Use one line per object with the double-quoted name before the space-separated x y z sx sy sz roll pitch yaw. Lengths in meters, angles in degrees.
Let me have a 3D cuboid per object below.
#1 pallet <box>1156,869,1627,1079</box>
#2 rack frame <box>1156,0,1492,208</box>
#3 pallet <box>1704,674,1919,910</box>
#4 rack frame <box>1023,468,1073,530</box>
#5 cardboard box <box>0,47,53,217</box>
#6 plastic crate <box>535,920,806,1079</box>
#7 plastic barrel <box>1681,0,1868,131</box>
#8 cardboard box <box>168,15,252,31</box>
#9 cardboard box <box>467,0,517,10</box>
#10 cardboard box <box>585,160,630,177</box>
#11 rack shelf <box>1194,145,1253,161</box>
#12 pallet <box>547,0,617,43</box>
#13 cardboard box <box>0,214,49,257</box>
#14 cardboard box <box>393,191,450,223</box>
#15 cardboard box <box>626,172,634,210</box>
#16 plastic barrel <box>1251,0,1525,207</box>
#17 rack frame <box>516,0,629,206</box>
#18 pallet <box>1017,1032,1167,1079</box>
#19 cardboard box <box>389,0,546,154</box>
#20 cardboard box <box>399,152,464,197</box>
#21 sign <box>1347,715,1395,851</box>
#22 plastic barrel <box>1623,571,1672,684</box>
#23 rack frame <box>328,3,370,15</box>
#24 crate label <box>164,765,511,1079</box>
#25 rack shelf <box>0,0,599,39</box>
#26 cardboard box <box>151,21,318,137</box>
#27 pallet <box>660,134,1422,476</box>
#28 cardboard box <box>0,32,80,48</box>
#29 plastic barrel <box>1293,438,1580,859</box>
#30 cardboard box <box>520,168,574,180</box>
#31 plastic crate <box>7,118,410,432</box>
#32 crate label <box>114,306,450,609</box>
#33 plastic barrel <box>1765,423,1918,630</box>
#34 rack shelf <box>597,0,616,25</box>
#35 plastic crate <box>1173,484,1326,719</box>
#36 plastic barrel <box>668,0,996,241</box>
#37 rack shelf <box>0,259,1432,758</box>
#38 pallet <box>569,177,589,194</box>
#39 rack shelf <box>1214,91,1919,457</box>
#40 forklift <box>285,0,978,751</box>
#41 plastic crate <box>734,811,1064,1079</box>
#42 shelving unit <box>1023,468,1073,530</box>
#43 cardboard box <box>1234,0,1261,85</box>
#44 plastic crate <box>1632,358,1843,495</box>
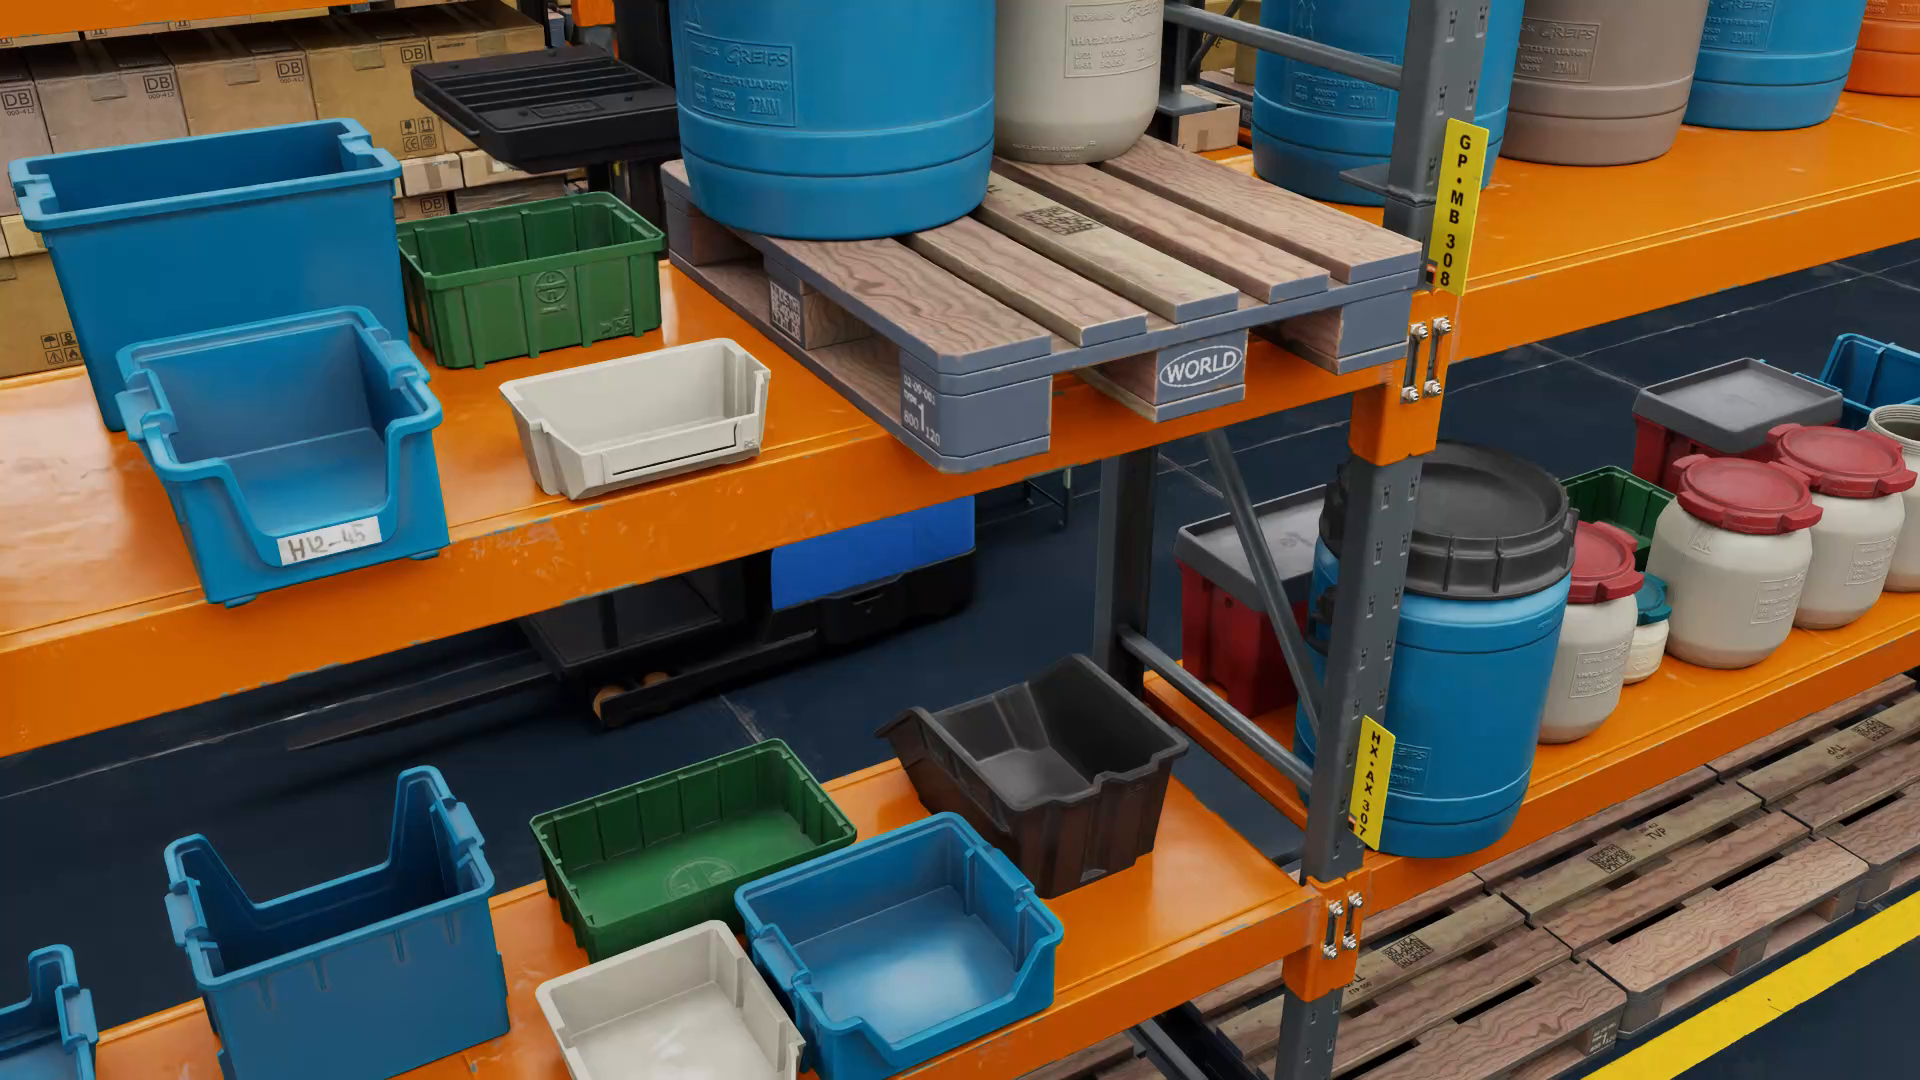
"pallet" 1.337 1.464 5.378 1.213 0.211 1.003 -16 33 -26
"rack frame" 0.679 -2.175 2.877 0.127 3.000 1.000 -16 33 -26
"pallet" 3.440 0.867 6.460 1.213 0.211 1.003 -16 33 -26
"rack frame" 0.442 -0.791 8.131 0.023 1.500 0.400 -17 33 -27
"cardboard box" -3.936 -1.622 6.638 0.500 0.500 0.700 -16 33 -26
"plastic crate" -0.592 1.070 3.479 0.437 0.136 0.530 -16 33 -26
"plastic barrel" 2.135 -1.616 4.450 0.708 0.901 0.600 -16 33 -26
"cardboard box" -5.018 -3.578 10.986 0.500 0.500 0.500 -16 33 -27
"cardboard box" -3.398 -4.156 12.117 0.500 0.500 0.700 -12 31 -21
"cardboard box" -2.833 -3.216 13.105 0.500 0.500 0.700 -15 32 -26
"rack shelf" -0.103 -1.787 9.128 4.000 0.370 1.077 -16 33 -26
"pallet" -2.577 -4.069 12.717 1.213 0.211 1.003 -16 33 -26
"cardboard box" -3.719 -1.284 6.697 0.250 0.149 0.380 -16 33 -27
"cardboard box" -2.658 -1.413 7.603 0.500 0.500 0.700 -16 33 -27
"cardboard box" -1.425 -1.686 8.355 0.500 0.250 0.500 -14 32 -23
"plastic barrel" 1.008 -1.296 3.870 0.708 0.901 0.600 -16 33 -26
"rack frame" -1.827 -1.613 8.067 0.127 3.000 1.000 -16 33 -26
"pallet" 0.079 1.820 4.734 1.213 0.211 1.003 -16 33 -26
"cardboard box" -2.206 -2.113 7.528 0.500 0.500 0.700 -16 33 -26
"cardboard box" -2.392 -1.660 7.378 0.250 0.149 0.380 -17 33 -28
"sign" 0.948 0.563 3.840 0.005 0.325 0.100 -16 33 -26
"plastic barrel" 1.898 0.252 4.831 0.301 0.262 0.301 0 29 0
"rack frame" -4.340 -3.675 11.805 0.127 3.000 1.000 -16 33 -26
"crate label" -1.320 0.852 3.565 0.616 0.435 0.502 -16 33 -26
"rack shelf" -3.551 -2.121 6.629 4.000 0.370 1.077 -16 33 -26
"cardboard box" -3.074 -1.867 7.082 0.500 0.500 0.700 -16 33 -26
"pallet" 0.107 -0.561 3.254 1.003 0.211 1.213 -16 33 -26
"cardboard box" -5.906 -3.331 10.540 0.500 0.500 0.500 -15 32 -25
"plastic barrel" 1.166 0.264 4.148 0.708 0.901 0.600 -16 33 -26
"cardboard box" -1.953 -1.784 7.604 0.250 0.149 0.380 -16 33 -26
"plastic crate" -1.278 -0.467 2.905 0.575 0.384 0.392 -16 33 -26
"crate label" -0.988 -0.138 2.445 0.408 0.251 0.502 -16 33 -26
"plastic barrel" 2.621 -0.036 5.070 0.433 0.535 0.433 0 29 0
"rack shelf" -0.103 -3.100 8.404 4.000 0.370 1.077 -16 33 -26
"plastic crate" 0.942 0.178 4.757 0.583 0.464 0.402 -16 33 -26
"plastic barrel" -0.233 -1.066 3.019 0.708 0.901 0.600 -16 33 -26
"rack shelf" -1.045 -0.057 2.889 4.000 0.370 1.077 -16 33 -26
"pallet" -2.616 -2.946 13.370 1.213 0.211 1.003 -16 33 -26
"rack shelf" 2.404 -1.036 4.663 4.000 0.370 1.077 -16 33 -26
"forklift" -1.444 -0.807 6.679 3.031 2.935 1.130 -17 33 -27
"plastic crate" -0.137 0.901 3.667 0.616 0.251 0.499 -16 33 -26
"shelving unit" 0.130 -0.699 7.964 0.755 1.500 0.431 -17 33 -27
"cardboard box" 2.107 -3.020 10.080 0.700 0.500 0.500 22 36 34
"plastic crate" 2.580 -0.287 5.600 0.583 0.464 0.402 -16 33 -26
